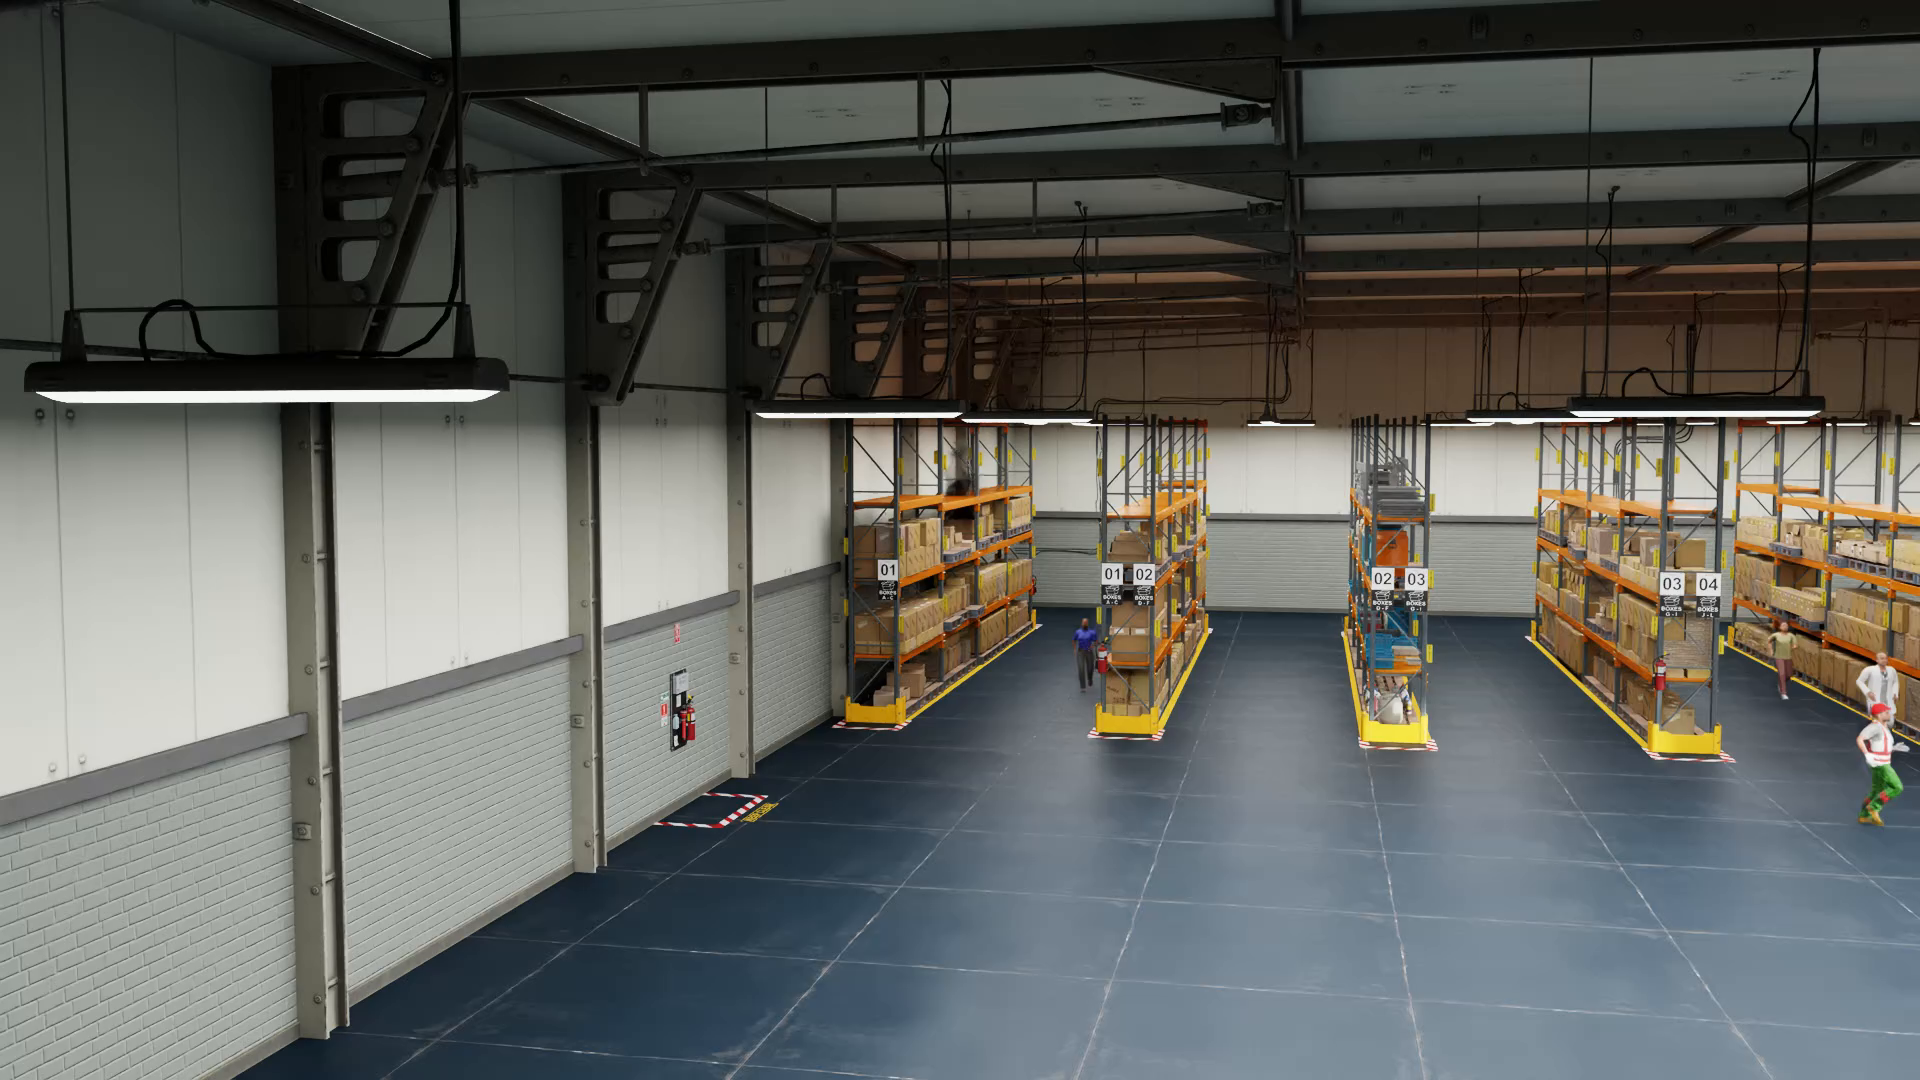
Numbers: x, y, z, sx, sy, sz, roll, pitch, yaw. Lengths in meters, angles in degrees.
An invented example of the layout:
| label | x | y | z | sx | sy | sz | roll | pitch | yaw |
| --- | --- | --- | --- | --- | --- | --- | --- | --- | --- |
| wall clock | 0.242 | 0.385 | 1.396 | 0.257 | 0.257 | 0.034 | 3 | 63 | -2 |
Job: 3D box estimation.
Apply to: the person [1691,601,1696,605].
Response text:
| label | x | y | z | sx | sy | sz | roll | pitch | yaw |
| --- | --- | --- | --- | --- | --- | --- | --- | --- | --- |
| person | 18.778 | 2.094 | 42.182 | 0.540 | 1.626 | 0.544 | 1 | 4 | 10 |

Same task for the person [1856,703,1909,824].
| label | x | y | z | sx | sy | sz | roll | pitch | yaw |
| --- | --- | --- | --- | --- | --- | --- | --- | --- | --- |
| person | 13.312 | 3.232 | 23.986 | 0.641 | 1.750 | 0.652 | 3 | 5 | 34 |

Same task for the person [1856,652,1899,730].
| label | x | y | z | sx | sy | sz | roll | pitch | yaw |
| --- | --- | --- | --- | --- | --- | --- | --- | --- | --- |
| person | 16.410 | 2.870 | 29.737 | 0.734 | 1.744 | 0.643 | 0 | 4 | 5 |

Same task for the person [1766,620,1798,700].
| label | x | y | z | sx | sy | sz | roll | pitch | yaw |
| --- | --- | --- | --- | --- | --- | --- | --- | --- | --- |
| person | 17.501 | 2.528 | 35.367 | 0.585 | 1.645 | 0.929 | 1 | 4 | 11 |

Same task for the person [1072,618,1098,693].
| label | x | y | z | sx | sy | sz | roll | pitch | yaw |
| --- | --- | --- | --- | --- | --- | --- | --- | --- | --- |
| person | 2.720 | 2.497 | 36.296 | 0.580 | 1.607 | 0.701 | 1 | 4 | 8 |
